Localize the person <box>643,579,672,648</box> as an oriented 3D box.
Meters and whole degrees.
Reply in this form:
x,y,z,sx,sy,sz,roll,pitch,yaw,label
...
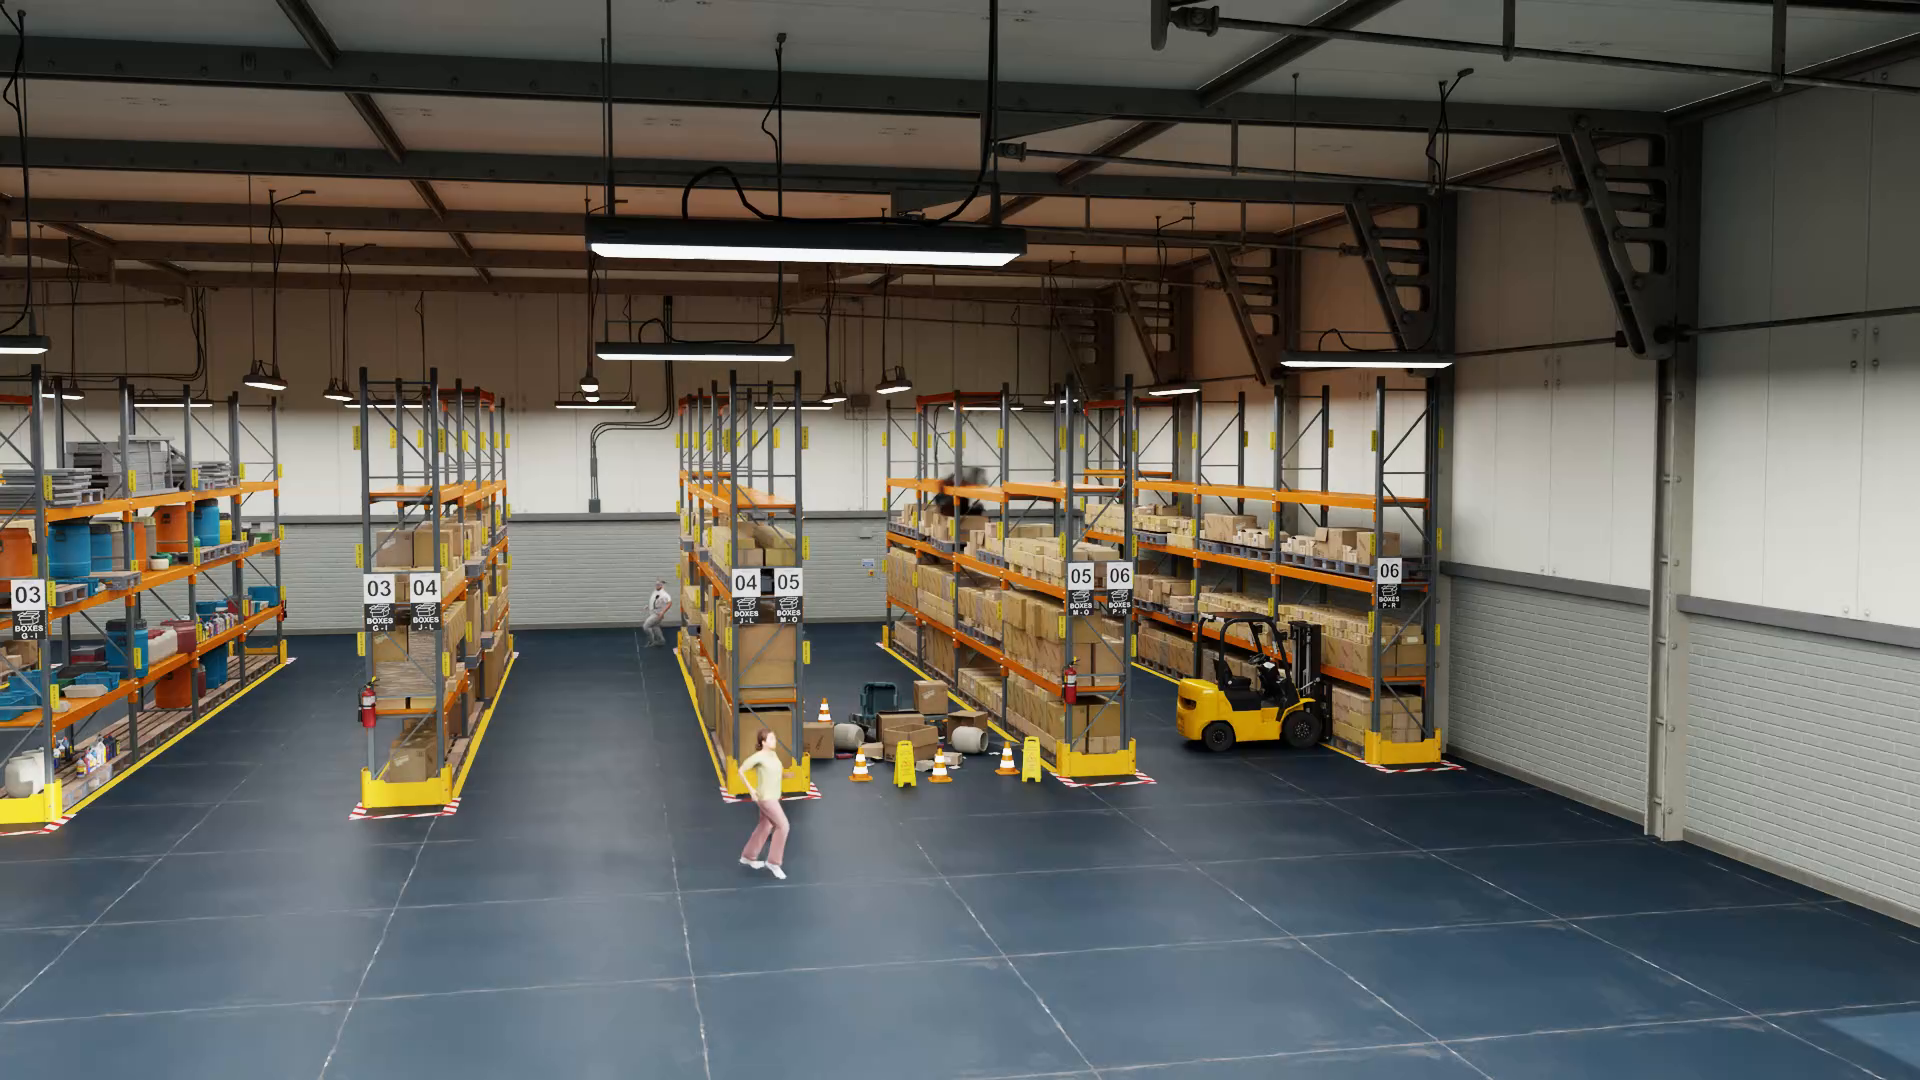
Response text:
x,y,z,sx,sy,sz,roll,pitch,yaw,label
-7.363,1.785,40.324,0.674,1.736,0.790,-1,4,-16,person

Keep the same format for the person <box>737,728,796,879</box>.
x,y,z,sx,sy,sz,roll,pitch,yaw,label
-2.228,3.026,19.166,0.723,1.721,0.543,1,4,16,person
